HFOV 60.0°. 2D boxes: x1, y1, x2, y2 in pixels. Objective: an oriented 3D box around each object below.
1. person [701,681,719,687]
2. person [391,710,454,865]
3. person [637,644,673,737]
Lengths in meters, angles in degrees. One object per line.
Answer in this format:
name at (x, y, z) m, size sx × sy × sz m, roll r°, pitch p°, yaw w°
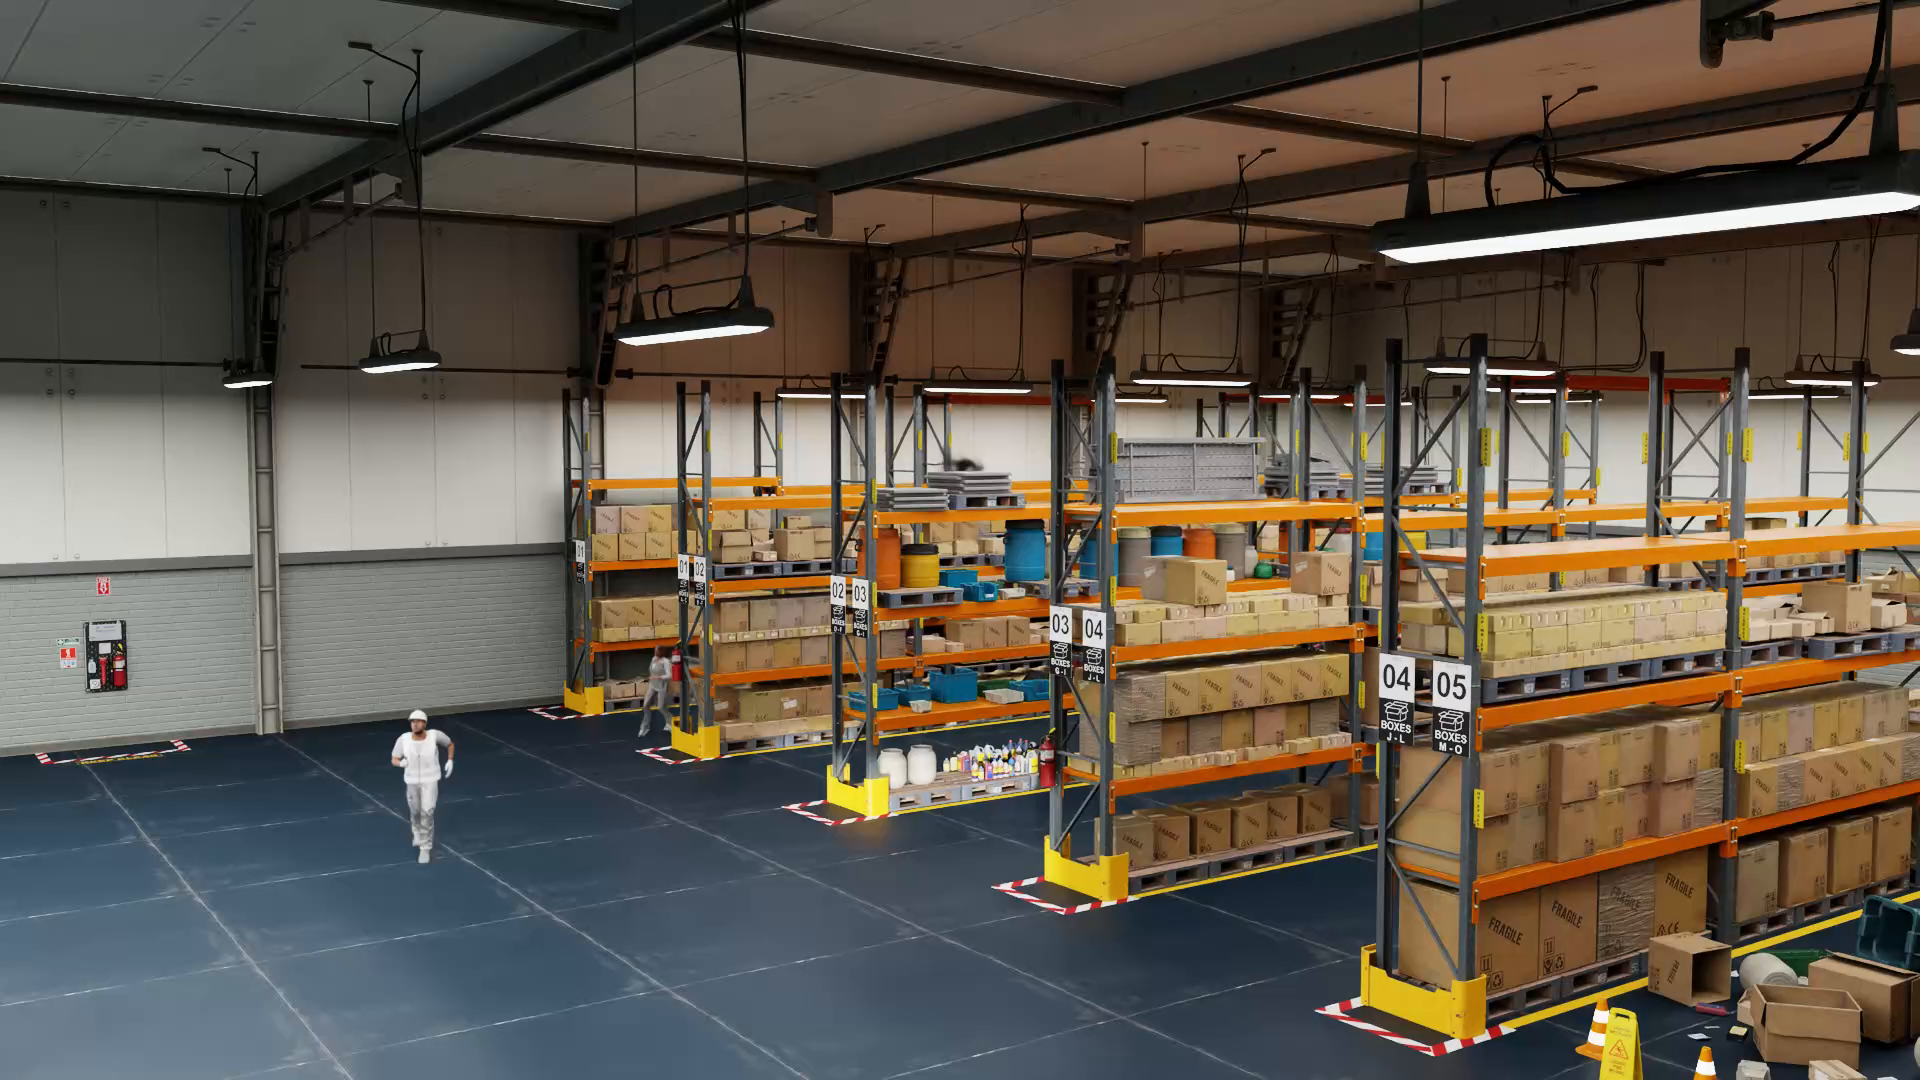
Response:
person at (-4.298, 2.441, 28.817) m, size 0.628 × 1.737 × 0.701 m, roll -3°, pitch 5°, yaw -40°
person at (-6.555, 2.967, 20.314) m, size 0.694 × 1.823 × 0.938 m, roll 0°, pitch 4°, yaw -6°
person at (-5.094, 2.567, 28.426) m, size 0.555 × 1.628 × 0.720 m, roll 3°, pitch 4°, yaw 34°
